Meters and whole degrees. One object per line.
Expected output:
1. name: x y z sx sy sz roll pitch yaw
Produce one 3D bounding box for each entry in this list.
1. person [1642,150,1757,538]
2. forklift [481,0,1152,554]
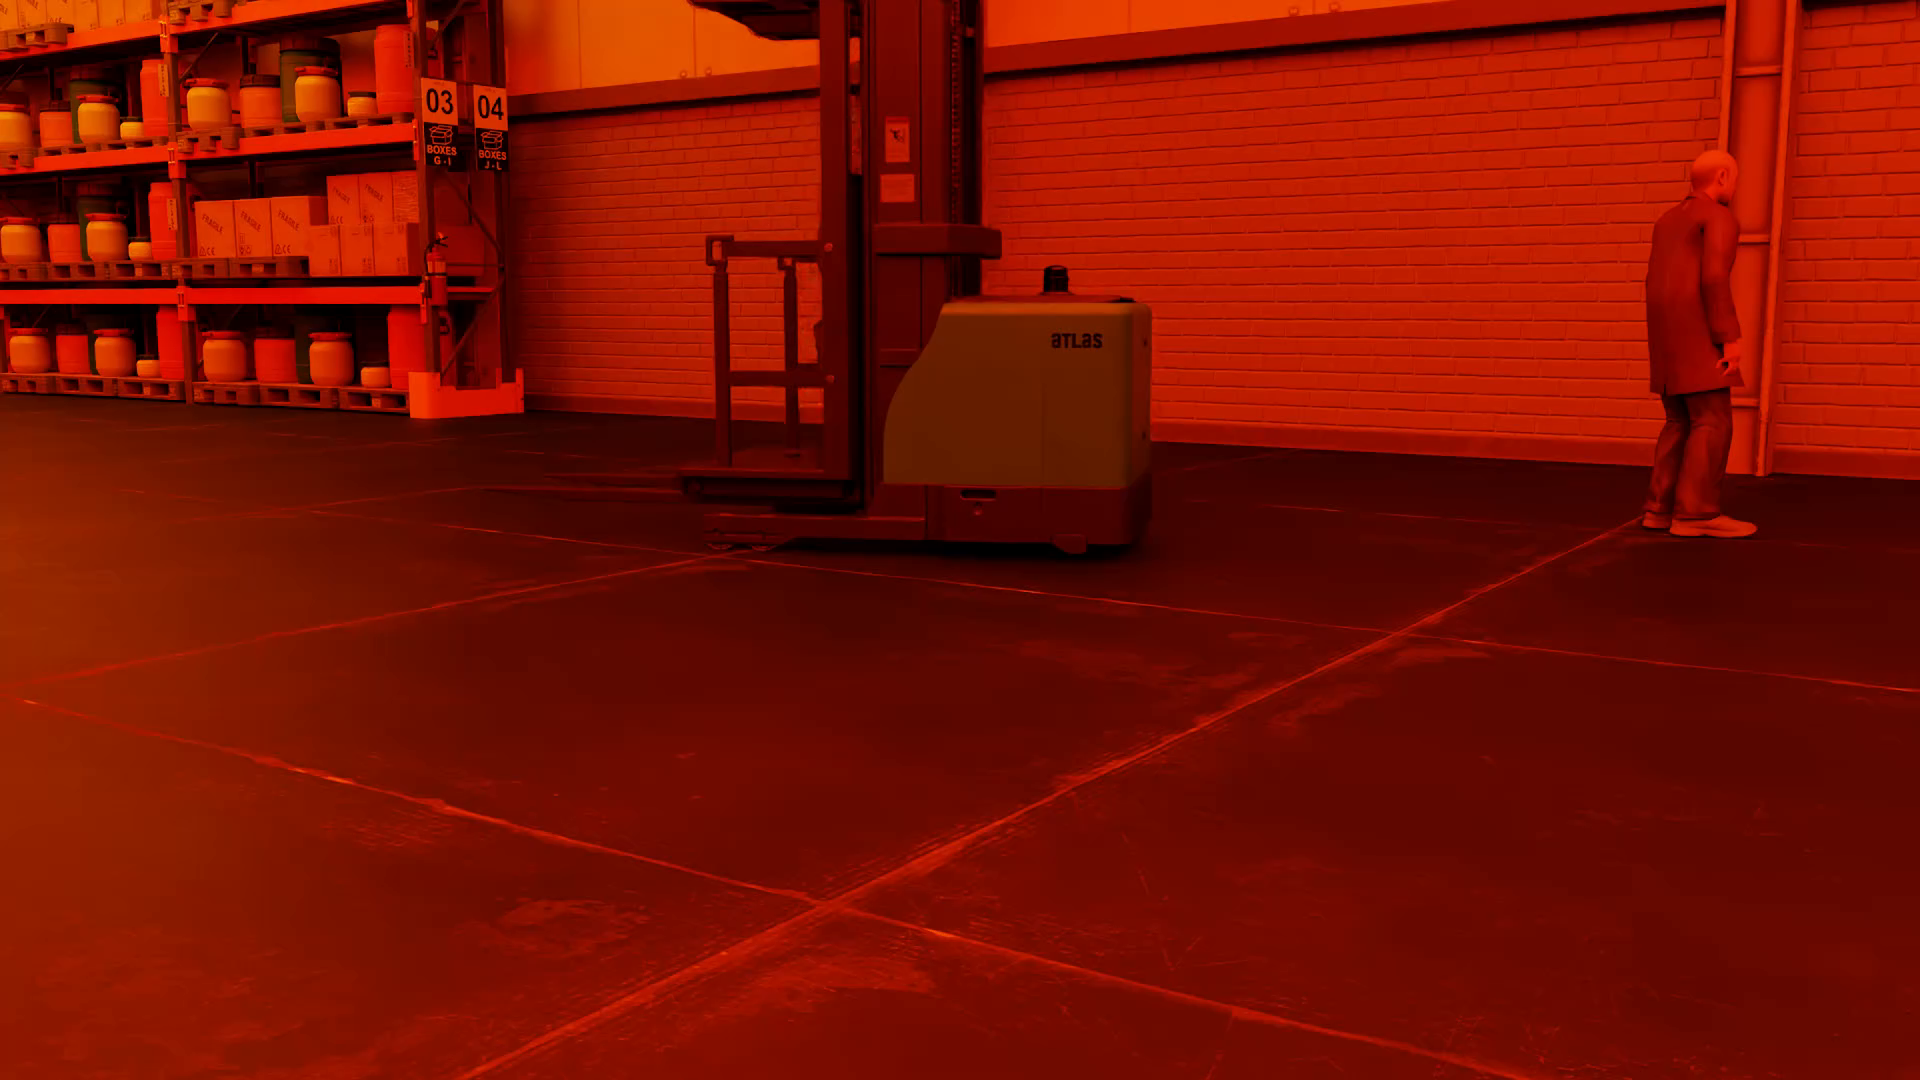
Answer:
1. person: 3.463 -0.919 7.770 0.389 1.772 0.599 -1 8 -5
2. forklift: -0.669 -1.439 7.540 3.031 2.867 1.129 2 8 12
